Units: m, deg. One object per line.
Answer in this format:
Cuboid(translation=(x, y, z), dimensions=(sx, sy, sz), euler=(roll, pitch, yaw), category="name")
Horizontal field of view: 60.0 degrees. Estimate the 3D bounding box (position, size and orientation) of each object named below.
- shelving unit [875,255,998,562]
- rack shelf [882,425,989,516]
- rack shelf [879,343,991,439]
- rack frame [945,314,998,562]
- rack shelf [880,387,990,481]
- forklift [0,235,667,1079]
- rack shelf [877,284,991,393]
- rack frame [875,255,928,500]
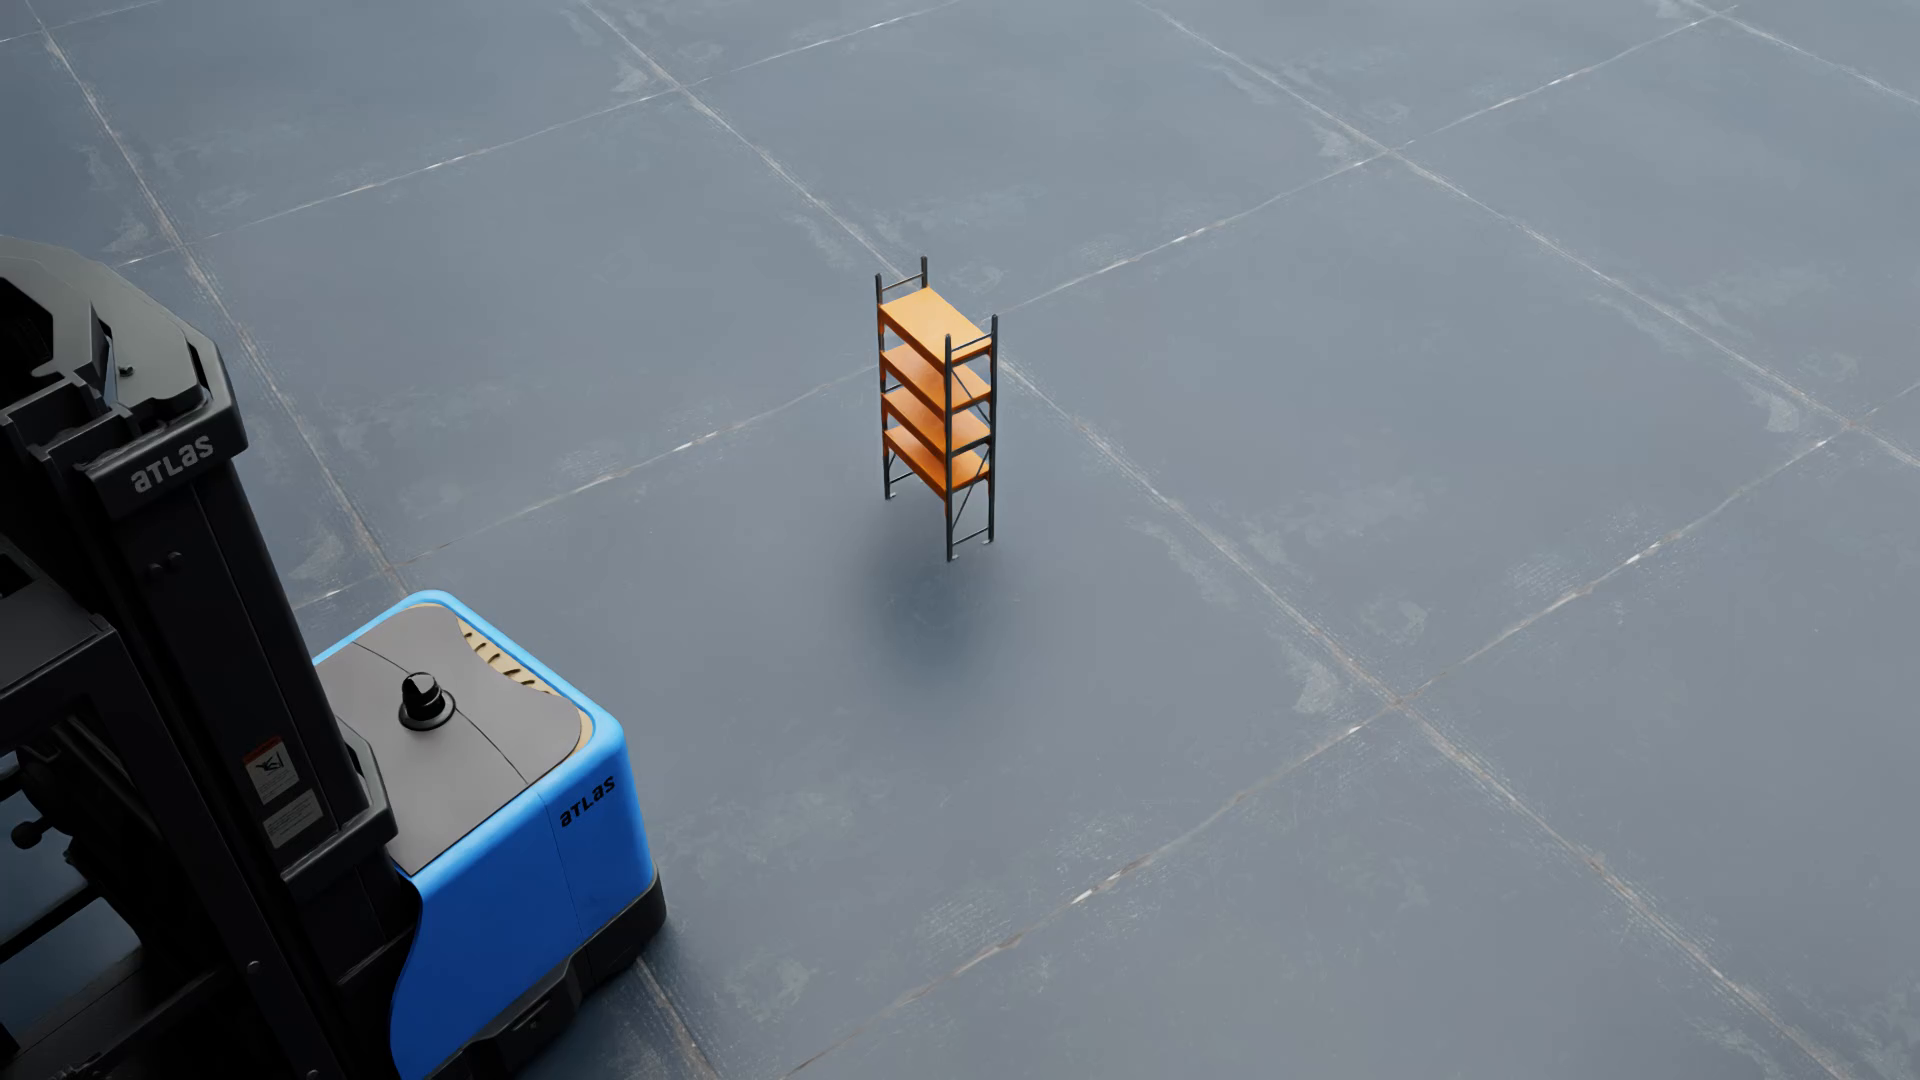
Cuboid(translation=(-0.095, -0.528, 6.925), dimensions=(0.258, 1.200, 0.503), euler=(-26, 49, -24), category="shelving unit")
Cuboid(translation=(-0.095, -0.335, 7.108), dimensions=(0.258, 0.148, 0.480), euler=(-26, 49, -24), category="rack shelf")
Cuboid(translation=(-0.095, -0.641, 6.817), dimensions=(0.258, 0.148, 0.480), euler=(-26, 49, -24), category="rack shelf")
Cuboid(translation=(0.045, -0.390, 6.780), dimensions=(0.240, 1.200, 0.015), euler=(-26, 49, -24), category="rack frame")
Cuboid(translation=(-0.095, -0.479, 6.971), dimensions=(0.258, 0.148, 0.480), euler=(-26, 49, -24), category="rack shelf")
Cuboid(translation=(-2.358, 0.846, 4.232), dimensions=(1.130, 2.935, 3.031), euler=(31, 51, 28), category="forklift")
Cuboid(translation=(-0.095, -0.812, 6.654), dimensions=(0.258, 0.148, 0.480), euler=(-26, 49, -24), category="rack shelf")
Cuboid(translation=(-0.234, -0.666, 7.070), dimensions=(0.240, 1.200, 0.015), euler=(-26, 49, -24), category="rack frame")
